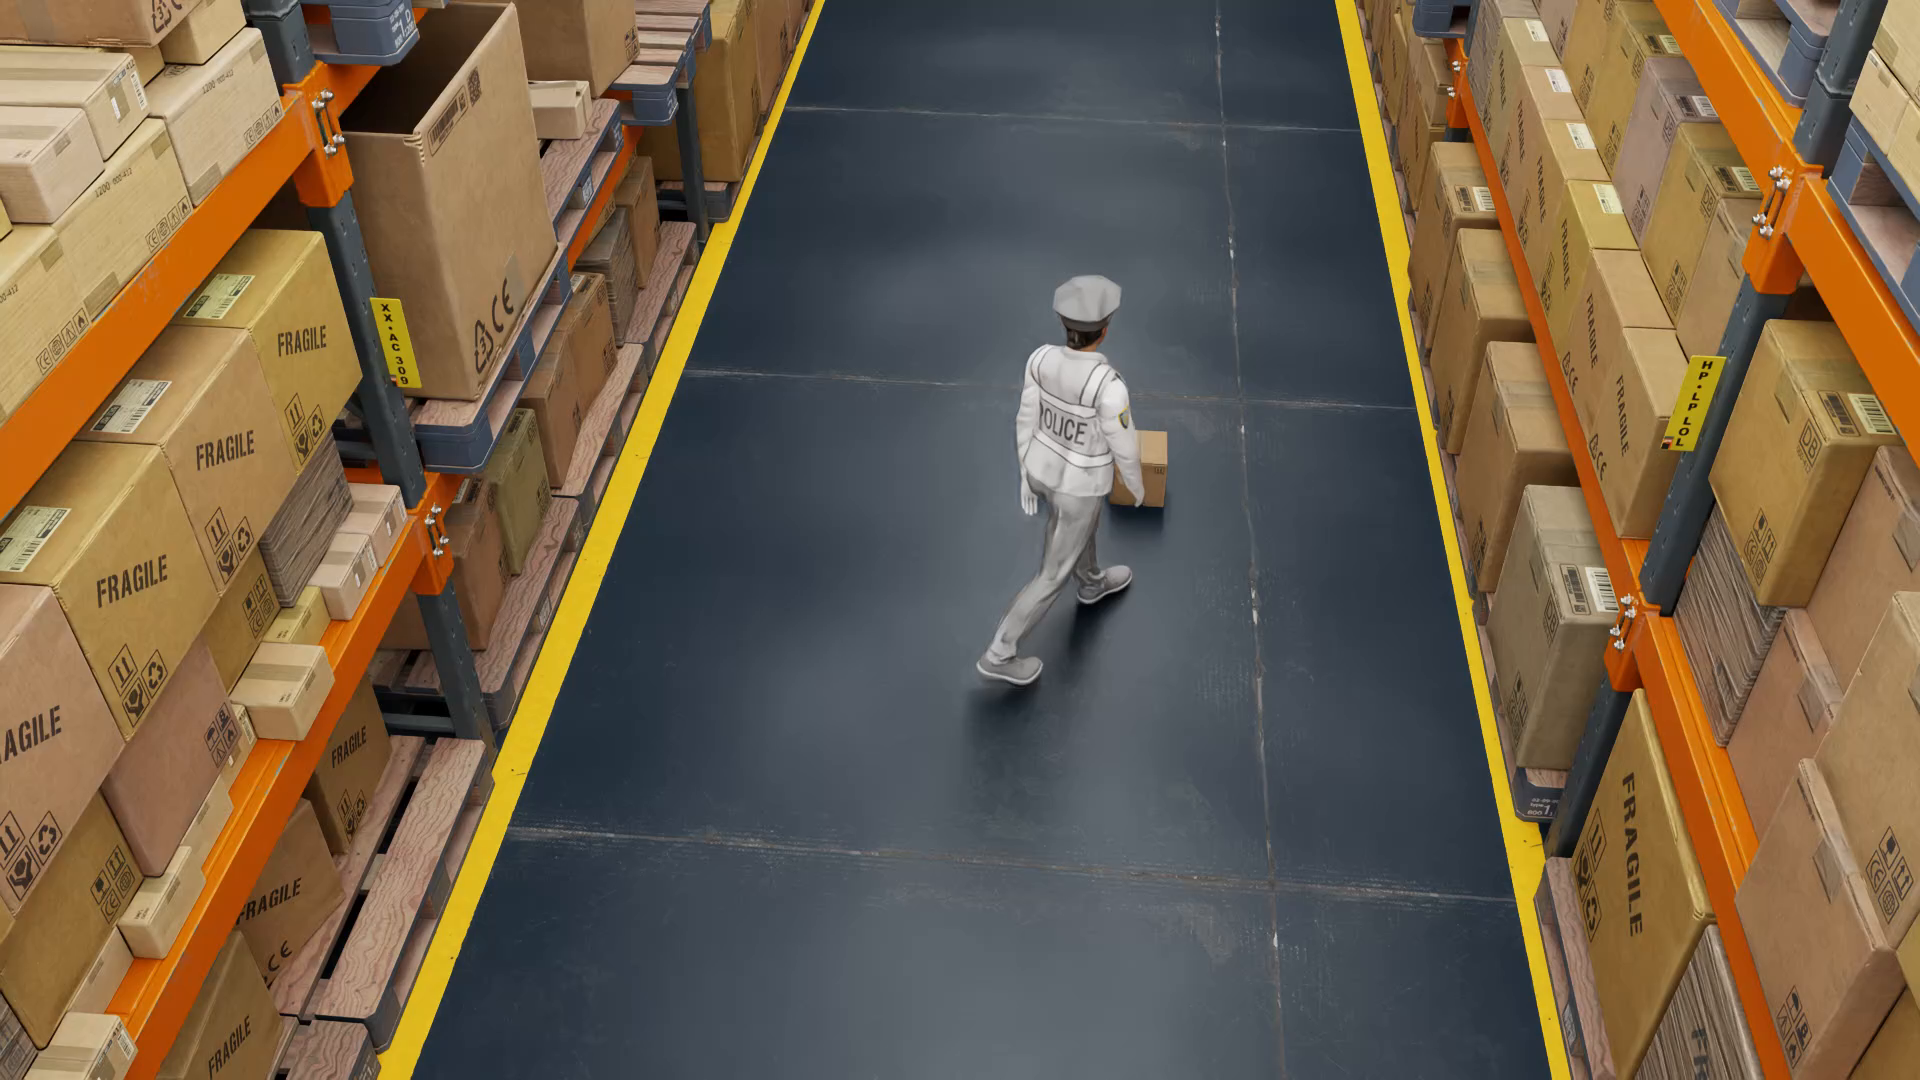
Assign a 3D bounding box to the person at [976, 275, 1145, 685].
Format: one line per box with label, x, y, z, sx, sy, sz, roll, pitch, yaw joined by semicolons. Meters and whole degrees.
person;0.417;-0.219;6.419;0.970;1.620;0.471;-27;47;-28
